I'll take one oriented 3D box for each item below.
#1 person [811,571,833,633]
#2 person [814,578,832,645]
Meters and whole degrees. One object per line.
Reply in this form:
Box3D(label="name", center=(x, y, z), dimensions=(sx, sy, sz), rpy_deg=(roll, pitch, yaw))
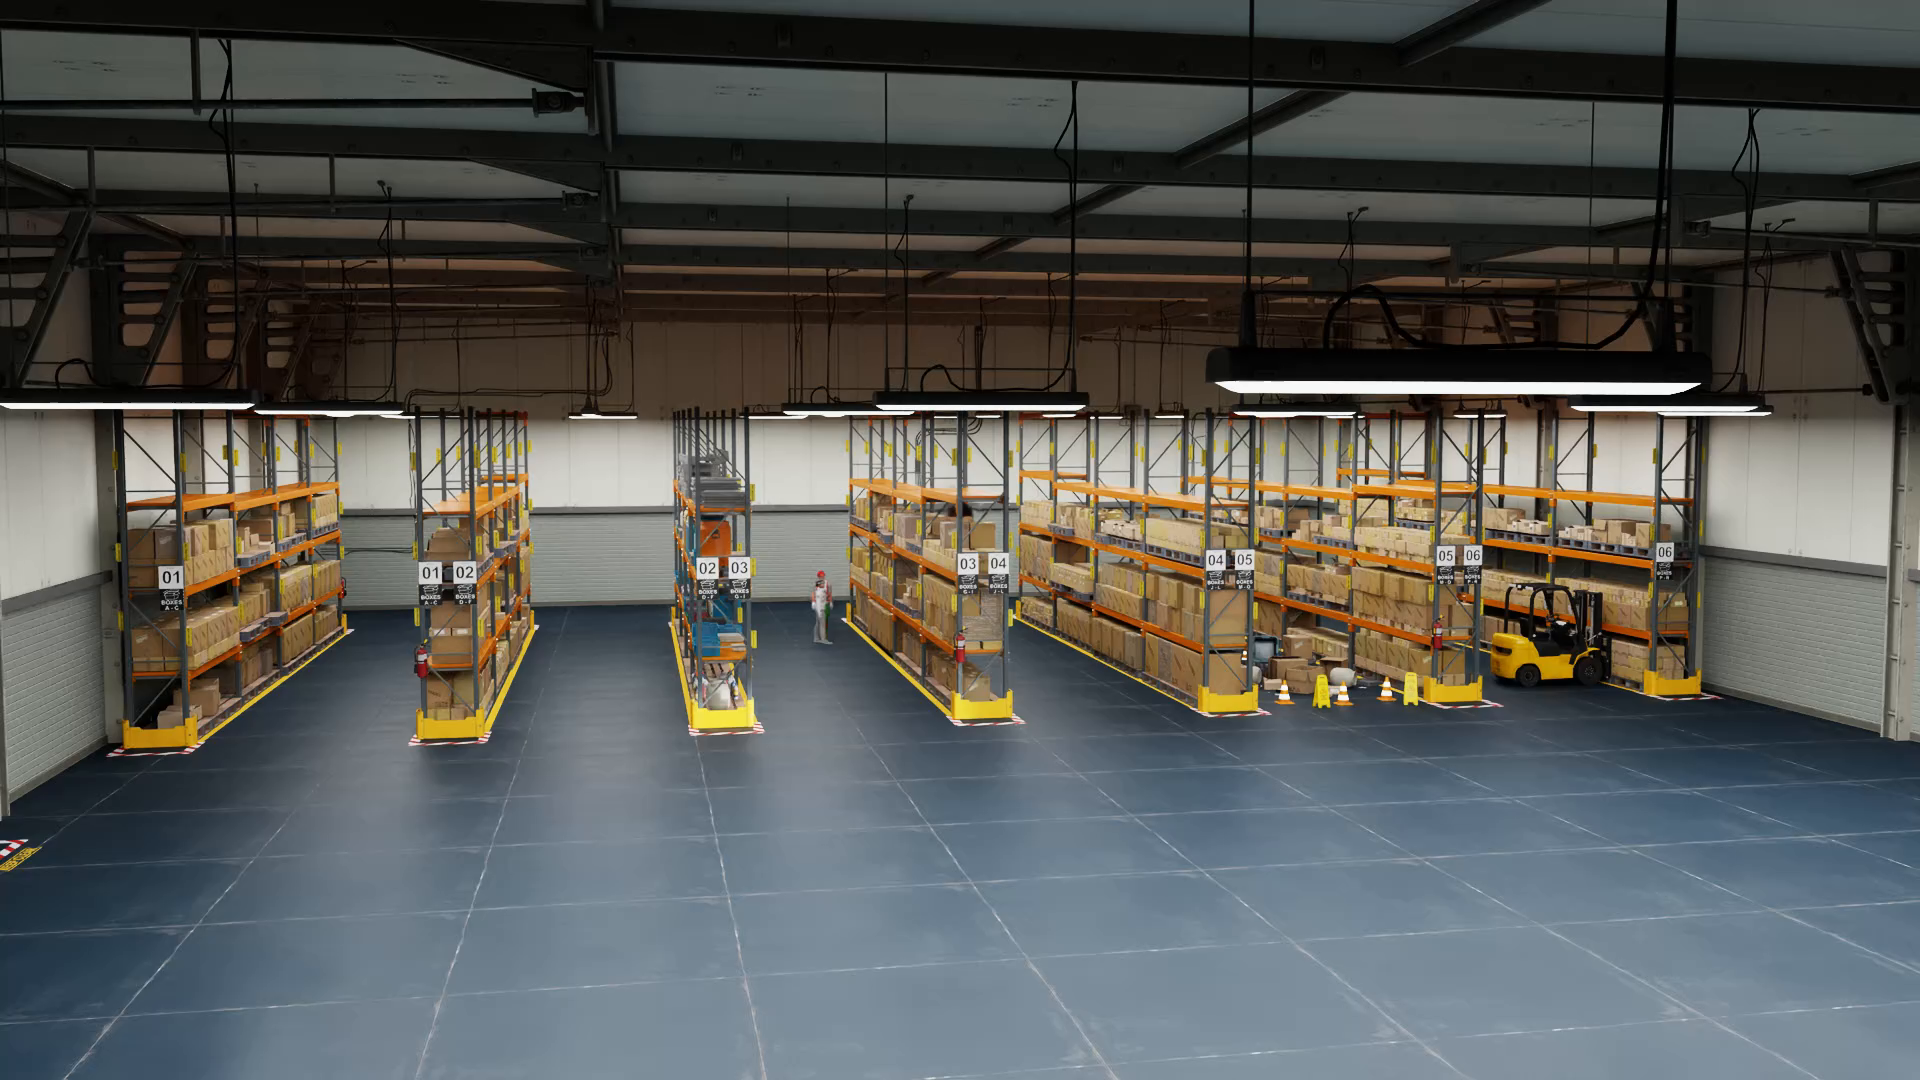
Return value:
Box3D(label="person", center=(-3.683, 1.689, 44.152), dimensions=(0.548, 1.732, 0.987), rpy_deg=(0, 4, 6))
Box3D(label="person", center=(-3.535, 1.832, 42.929), dimensions=(0.497, 1.705, 0.505), rpy_deg=(0, 4, 0))
